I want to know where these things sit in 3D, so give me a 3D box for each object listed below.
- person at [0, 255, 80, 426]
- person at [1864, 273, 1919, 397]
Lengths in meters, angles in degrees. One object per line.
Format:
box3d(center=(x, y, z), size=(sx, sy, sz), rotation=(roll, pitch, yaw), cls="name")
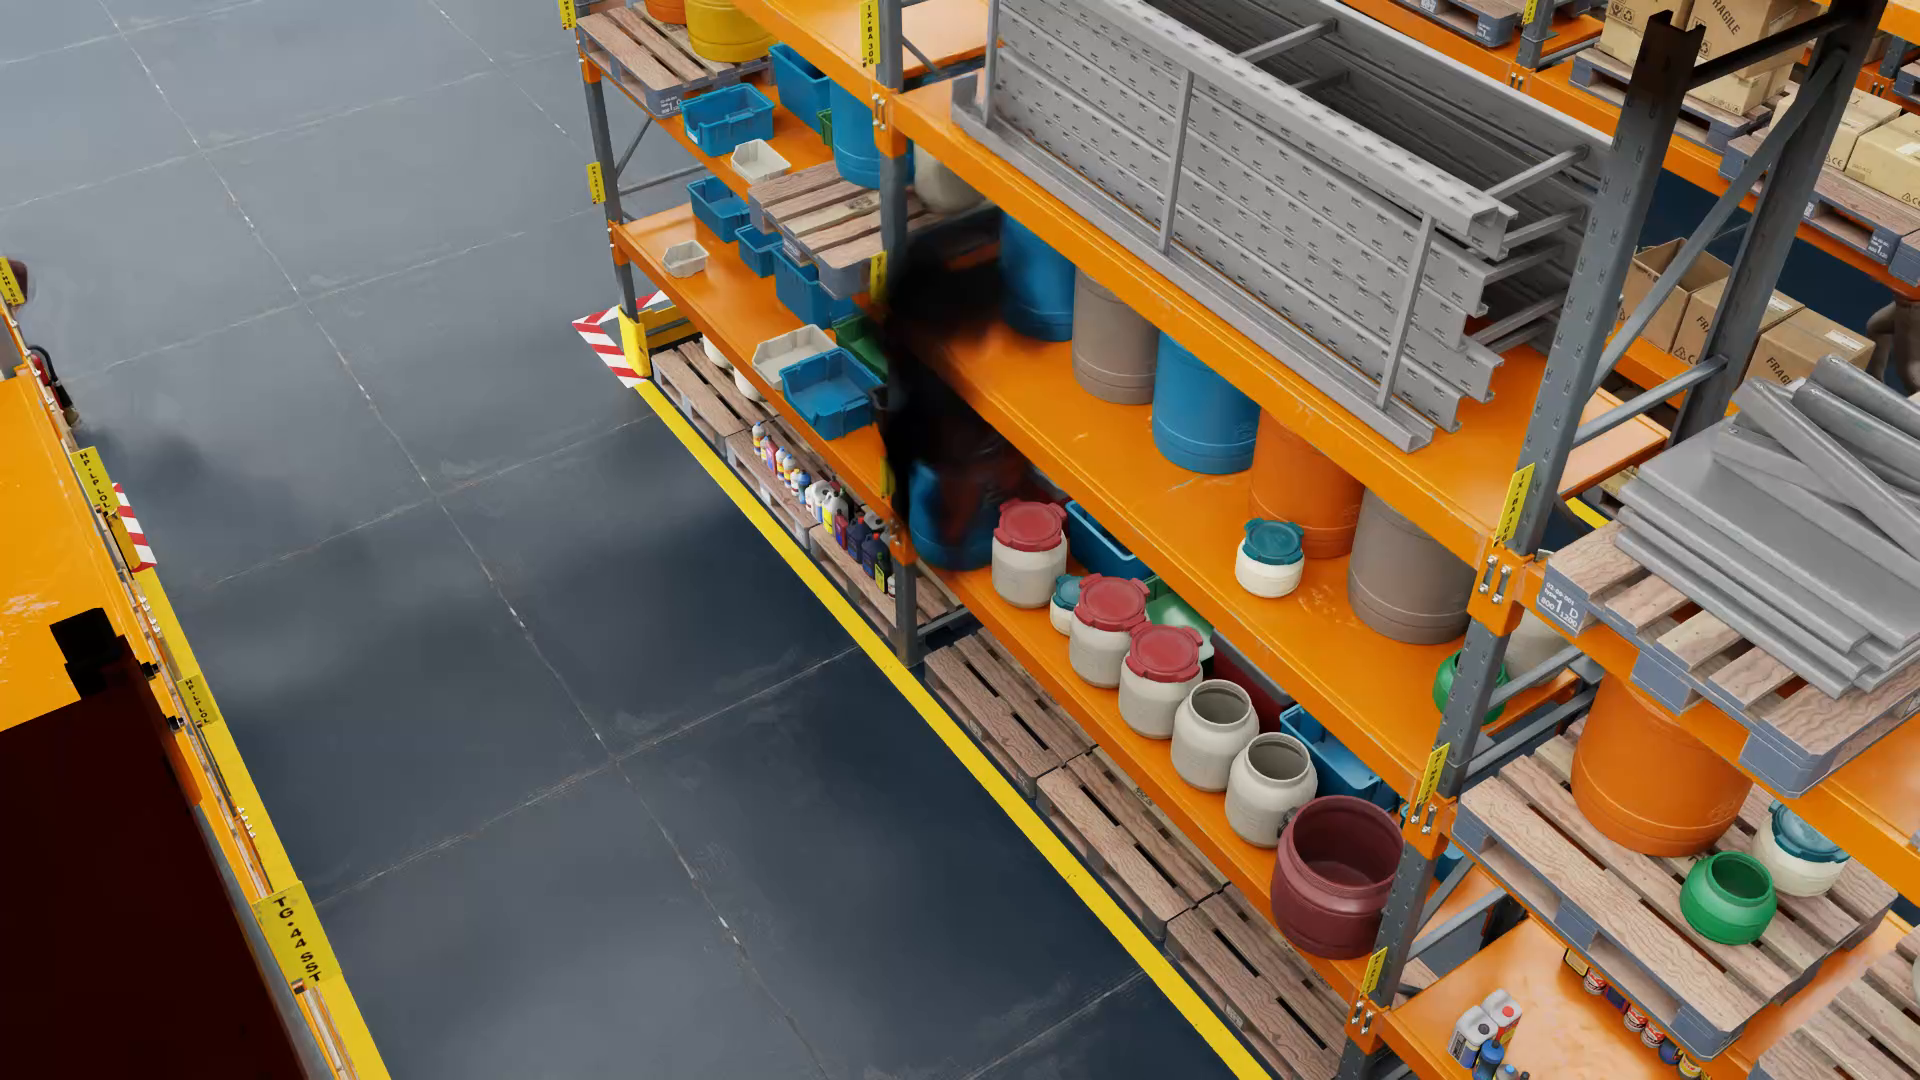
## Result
box3d(center=(-6.982, -1.471, 11.955), size=(0.733, 1.664, 0.701), rotation=(3, 43, 3), cls="person")
box3d(center=(7.073, -1.652, 12.329), size=(0.867, 1.777, 0.573), rotation=(32, 51, 30), cls="person")
